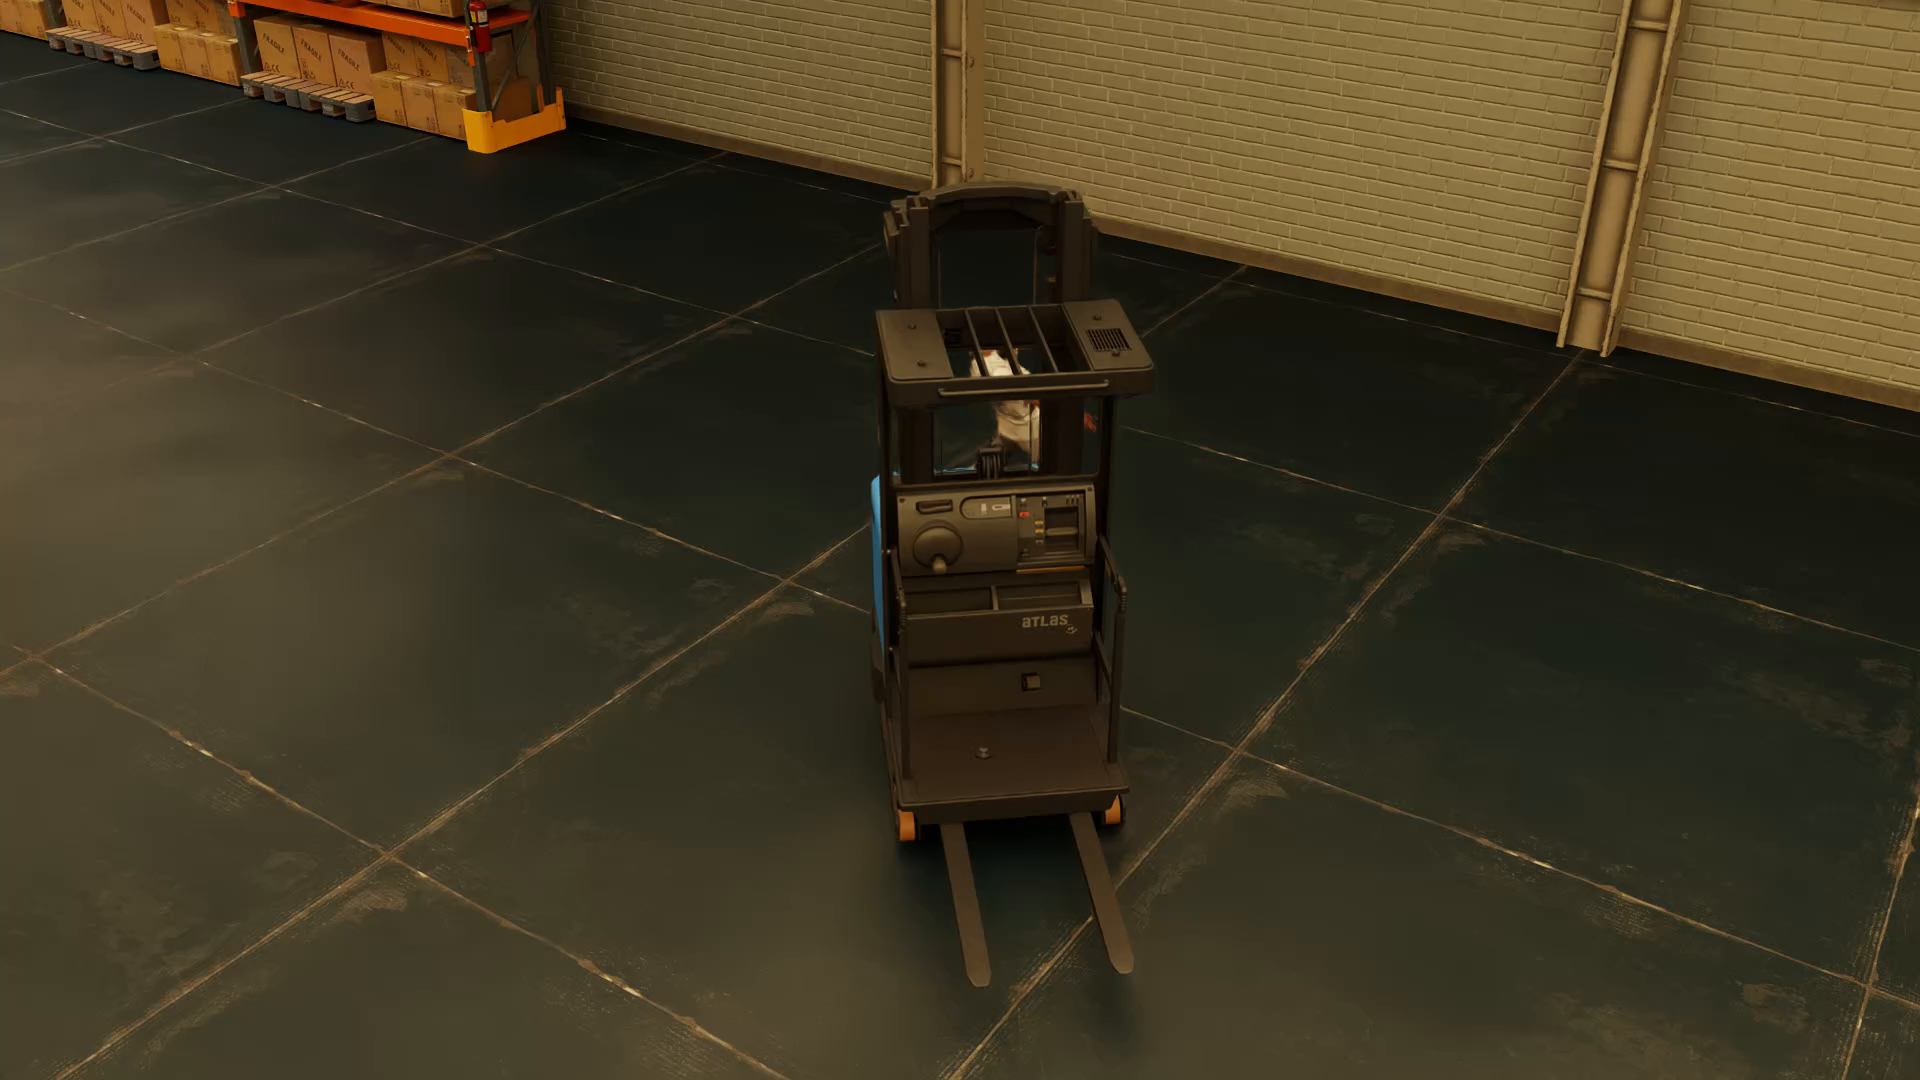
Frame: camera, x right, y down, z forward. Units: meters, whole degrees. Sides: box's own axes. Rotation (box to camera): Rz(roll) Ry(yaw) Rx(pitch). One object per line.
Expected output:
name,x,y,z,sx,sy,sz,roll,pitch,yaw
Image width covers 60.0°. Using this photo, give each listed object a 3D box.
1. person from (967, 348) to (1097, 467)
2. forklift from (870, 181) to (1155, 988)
person,0.442,-0.634,10.107,0.760,1.472,0.962,-20,36,-30
forklift,0.202,-0.002,7.584,1.130,2.935,3.031,-4,30,-6
